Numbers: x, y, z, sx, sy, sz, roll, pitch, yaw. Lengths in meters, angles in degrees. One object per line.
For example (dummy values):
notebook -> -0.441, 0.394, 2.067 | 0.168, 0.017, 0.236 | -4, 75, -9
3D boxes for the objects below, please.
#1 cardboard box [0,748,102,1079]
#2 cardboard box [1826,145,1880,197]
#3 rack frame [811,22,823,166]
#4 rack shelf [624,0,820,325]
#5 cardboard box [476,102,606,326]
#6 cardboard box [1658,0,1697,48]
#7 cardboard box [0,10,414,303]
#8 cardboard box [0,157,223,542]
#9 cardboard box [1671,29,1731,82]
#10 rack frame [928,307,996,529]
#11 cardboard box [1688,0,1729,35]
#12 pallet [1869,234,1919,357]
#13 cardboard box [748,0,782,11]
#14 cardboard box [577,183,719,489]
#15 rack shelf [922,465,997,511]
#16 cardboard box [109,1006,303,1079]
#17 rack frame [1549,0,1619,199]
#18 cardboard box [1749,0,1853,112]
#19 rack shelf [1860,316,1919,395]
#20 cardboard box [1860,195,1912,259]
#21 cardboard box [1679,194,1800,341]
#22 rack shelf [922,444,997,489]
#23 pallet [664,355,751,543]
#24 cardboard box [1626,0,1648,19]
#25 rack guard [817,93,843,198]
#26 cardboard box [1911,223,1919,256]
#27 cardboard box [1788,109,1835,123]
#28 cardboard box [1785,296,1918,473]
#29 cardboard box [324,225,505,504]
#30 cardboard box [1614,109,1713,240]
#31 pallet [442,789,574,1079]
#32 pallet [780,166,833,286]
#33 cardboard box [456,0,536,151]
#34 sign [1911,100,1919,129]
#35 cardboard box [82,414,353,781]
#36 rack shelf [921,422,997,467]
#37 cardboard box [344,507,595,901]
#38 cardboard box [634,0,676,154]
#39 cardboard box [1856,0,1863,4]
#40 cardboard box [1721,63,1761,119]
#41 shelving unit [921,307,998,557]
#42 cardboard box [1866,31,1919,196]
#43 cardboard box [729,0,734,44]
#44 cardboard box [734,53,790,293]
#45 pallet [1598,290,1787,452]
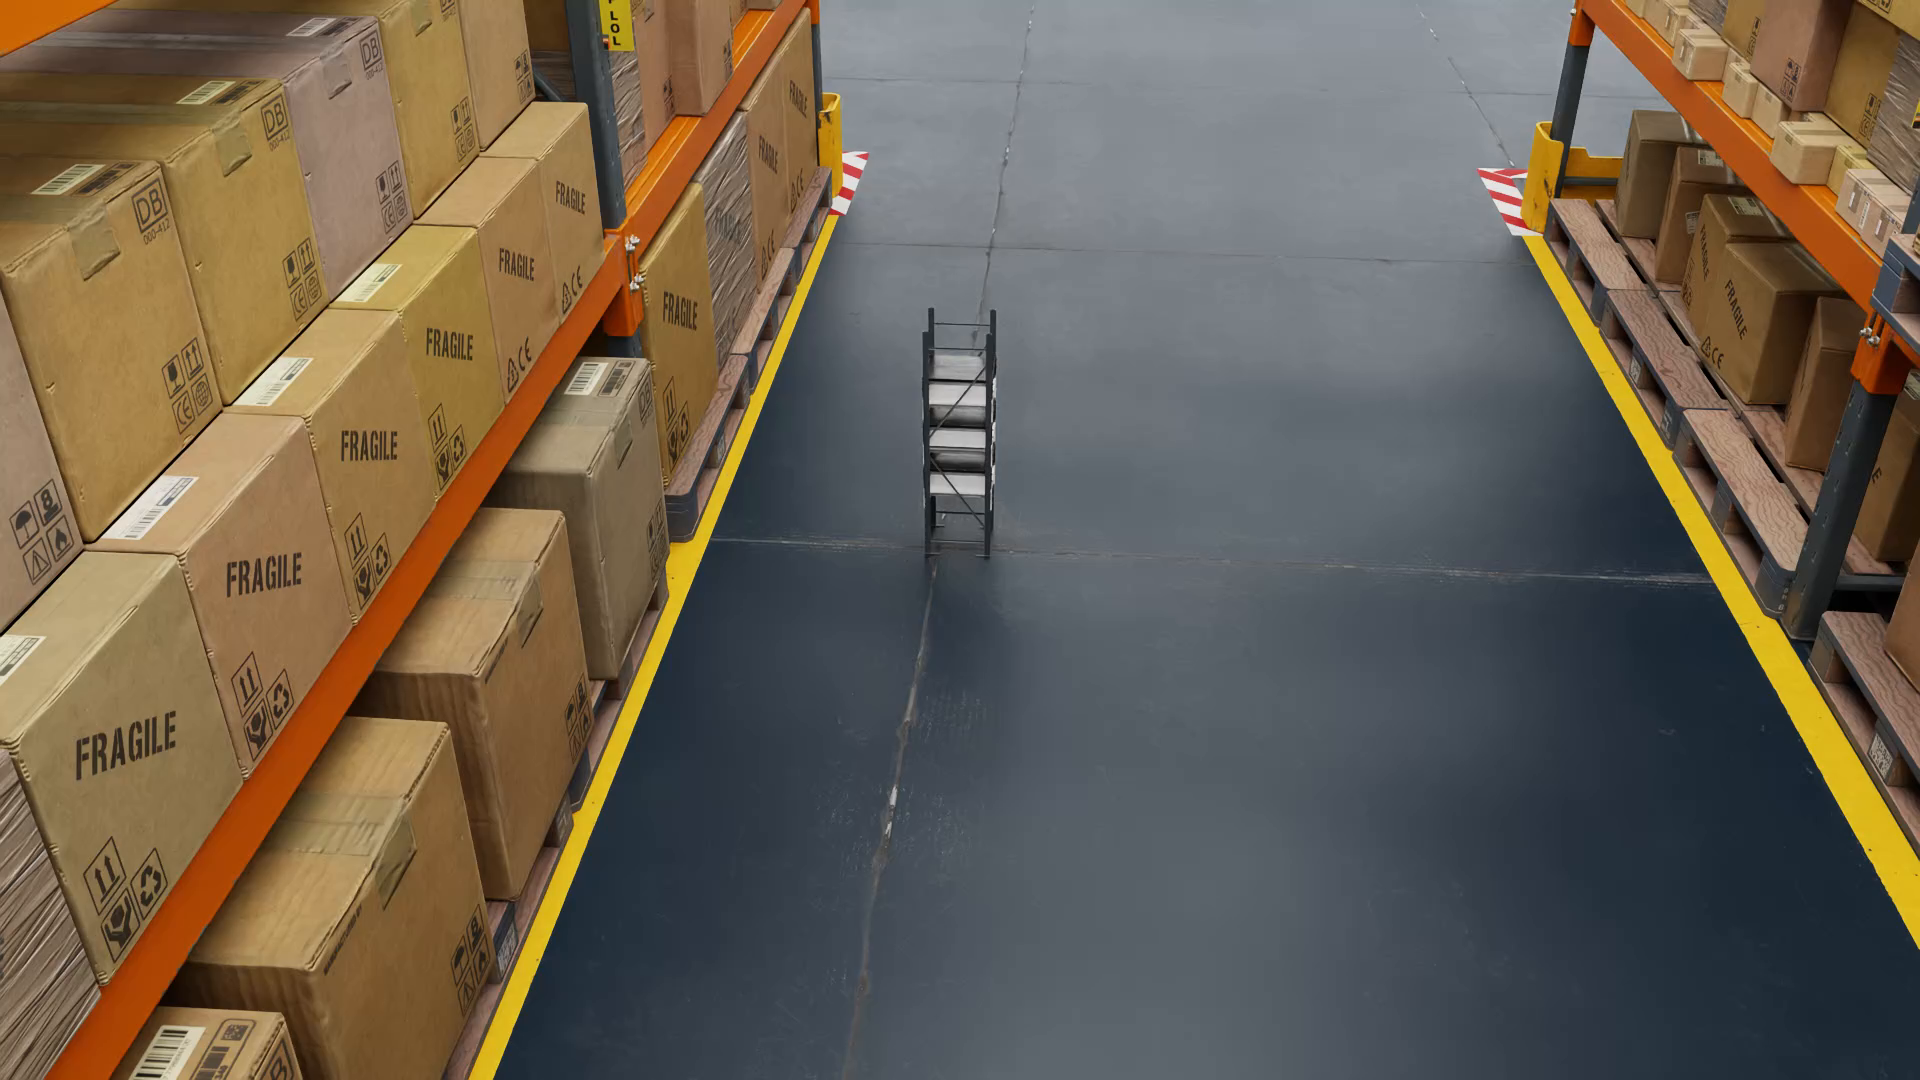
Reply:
cardboard box -> -1.613, 0.622, 2.287 | 0.500, 0.500, 0.500 | 3, 32, 5
cardboard box -> 3.176, -1.216, 5.603 | 0.380, 0.149, 0.250 | 2, 32, 4
rack frame -> -1.268, -3.296, 8.739 | 1.000, 3.000, 0.127 | 2, 32, 4
rack shelf -> -1.431, -1.944, 7.231 | 1.077, 0.370, 4.000 | 2, 32, 4
cardboard box -> -1.369, -0.962, 4.857 | 0.500, 0.500, 0.500 | 2, 32, 4
cardboard box -> 3.305, -2.263, 7.303 | 0.380, 0.149, 0.250 | 2, 32, 4
cardboard box -> -1.709, -0.879, 3.769 | 0.700, 0.500, 0.500 | 3, 32, 4
cardboard box -> -1.793, -0.348, 2.907 | 0.700, 0.500, 0.500 | 2, 32, 3
cardboard box -> 3.188, -2.005, 6.884 | 0.380, 0.149, 0.250 | 2, 32, 4
rack frame -> 0.008, -0.432, 6.093 | 0.240, 0.900, 0.006 | 2, 32, 4
cardboard box -> 3.591, -2.388, 6.886 | 0.875, 0.500, 0.500 | 2, 32, 4
pallet -> 3.135, -0.464, 4.327 | 1.003, 0.211, 1.213 | 2, 32, 4
cardboard box -> -1.276, -2.875, 7.913 | 0.875, 0.550, 0.550 | 2, 32, 4
cardboard box -> -1.472, -0.804, 6.321 | 0.875, 0.875, 0.875 | 3, 32, 5
rack shelf -> -0.001, -0.197, 6.119 | 0.258, 0.077, 0.200 | 2, 32, 4
cardboard box -> -1.780, 1.352, 2.941 | 1.050, 0.750, 0.750 | 2, 32, 3
rack frame -> 3.668, -3.031, 8.309 | 1.000, 3.000, 0.127 | 2, 32, 4
cardboard box -> 3.456, -1.867, 6.042 | 0.875, 0.500, 0.500 | 2, 32, 4
rack shelf -> 3.179, 0.413, 3.407 | 1.077, 0.370, 4.000 | 2, 32, 4
cardboard box -> 3.066, -0.957, 5.184 | 0.380, 0.149, 0.250 | 2, 32, 4
cardboard box -> 3.516, -1.179, 7.287 | 0.500, 0.500, 0.500 | 5, 32, 9
rack shelf -> -0.001, -0.274, 6.072 | 0.258, 0.077, 0.200 | 2, 32, 4
pallet -> -1.454, -0.411, 6.716 | 1.003, 0.211, 1.213 | 2, 32, 4
cardboard box -> 3.332, -2.525, 7.728 | 0.380, 0.149, 0.250 | 2, 32, 4
rack guard -> -1.266, -2.244, 9.415 | 1.175, 0.500, 0.348 | 2, 32, 4
cardboard box -> 3.138, -0.964, 3.983 | 1.000, 1.000, 1.000 | 3, 32, 4
cardboard box -> 3.238, -1.476, 6.026 | 0.380, 0.149, 0.250 | 2, 32, 4
cardboard box -> 3.453, -0.561, 6.284 | 0.500, 0.500, 0.500 | 13, 34, 19
cardboard box -> -1.452, -0.434, 4.000 | 0.500, 0.500, 0.500 | 3, 32, 5
cardboard box -> 3.600, -1.820, 8.326 | 0.500, 0.500, 0.500 | 8, 33, 13
pallet -> -1.678, 1.029, 4.378 | 1.003, 0.211, 1.213 | 2, 32, 4
pallet -> -1.255, -1.687, 8.787 | 1.003, 0.211, 1.213 | 2, 32, 4
cardboard box -> -1.628, -1.412, 4.635 | 0.700, 0.500, 0.500 | 2, 32, 3
sign -> 2.800, -1.327, 4.719 | 0.100, 0.325, 0.005 | 2, 32, 4
cardboard box -> -1.533, 0.092, 3.146 | 0.500, 0.500, 0.500 | 2, 32, 4
rack shelf -> -0.001, -0.350, 6.025 | 0.258, 0.077, 0.200 | 2, 32, 4
cardboard box -> -1.637, 0.408, 4.474 | 1.050, 0.750, 0.750 | 2, 32, 4
cardboard box -> -1.553, -1.750, 6.088 | 0.875, 0.550, 0.550 | 2, 32, 4
cardboard box -> 3.144, -2.043, 5.374 | 0.500, 0.500, 0.500 | 2, 32, 4
cardboard box -> 3.203, -1.741, 6.456 | 0.380, 0.149, 0.250 | 2, 32, 4
shelving unit -> -0.001, -0.379, 6.007 | 0.258, 0.900, 0.210 | 2, 32, 4
cardboard box -> 3.440, -1.341, 5.189 | 0.875, 0.500, 0.500 | 2, 32, 4
cardboard box -> -1.448, -2.309, 6.994 | 0.875, 0.550, 0.500 | 2, 32, 4
cardboard box -> -1.327, -1.752, 7.859 | 0.875, 0.875, 0.875 | 2, 32, 3
pallet -> 3.458, -0.745, 7.257 | 1.003, 0.211, 1.213 | 2, 32, 4
